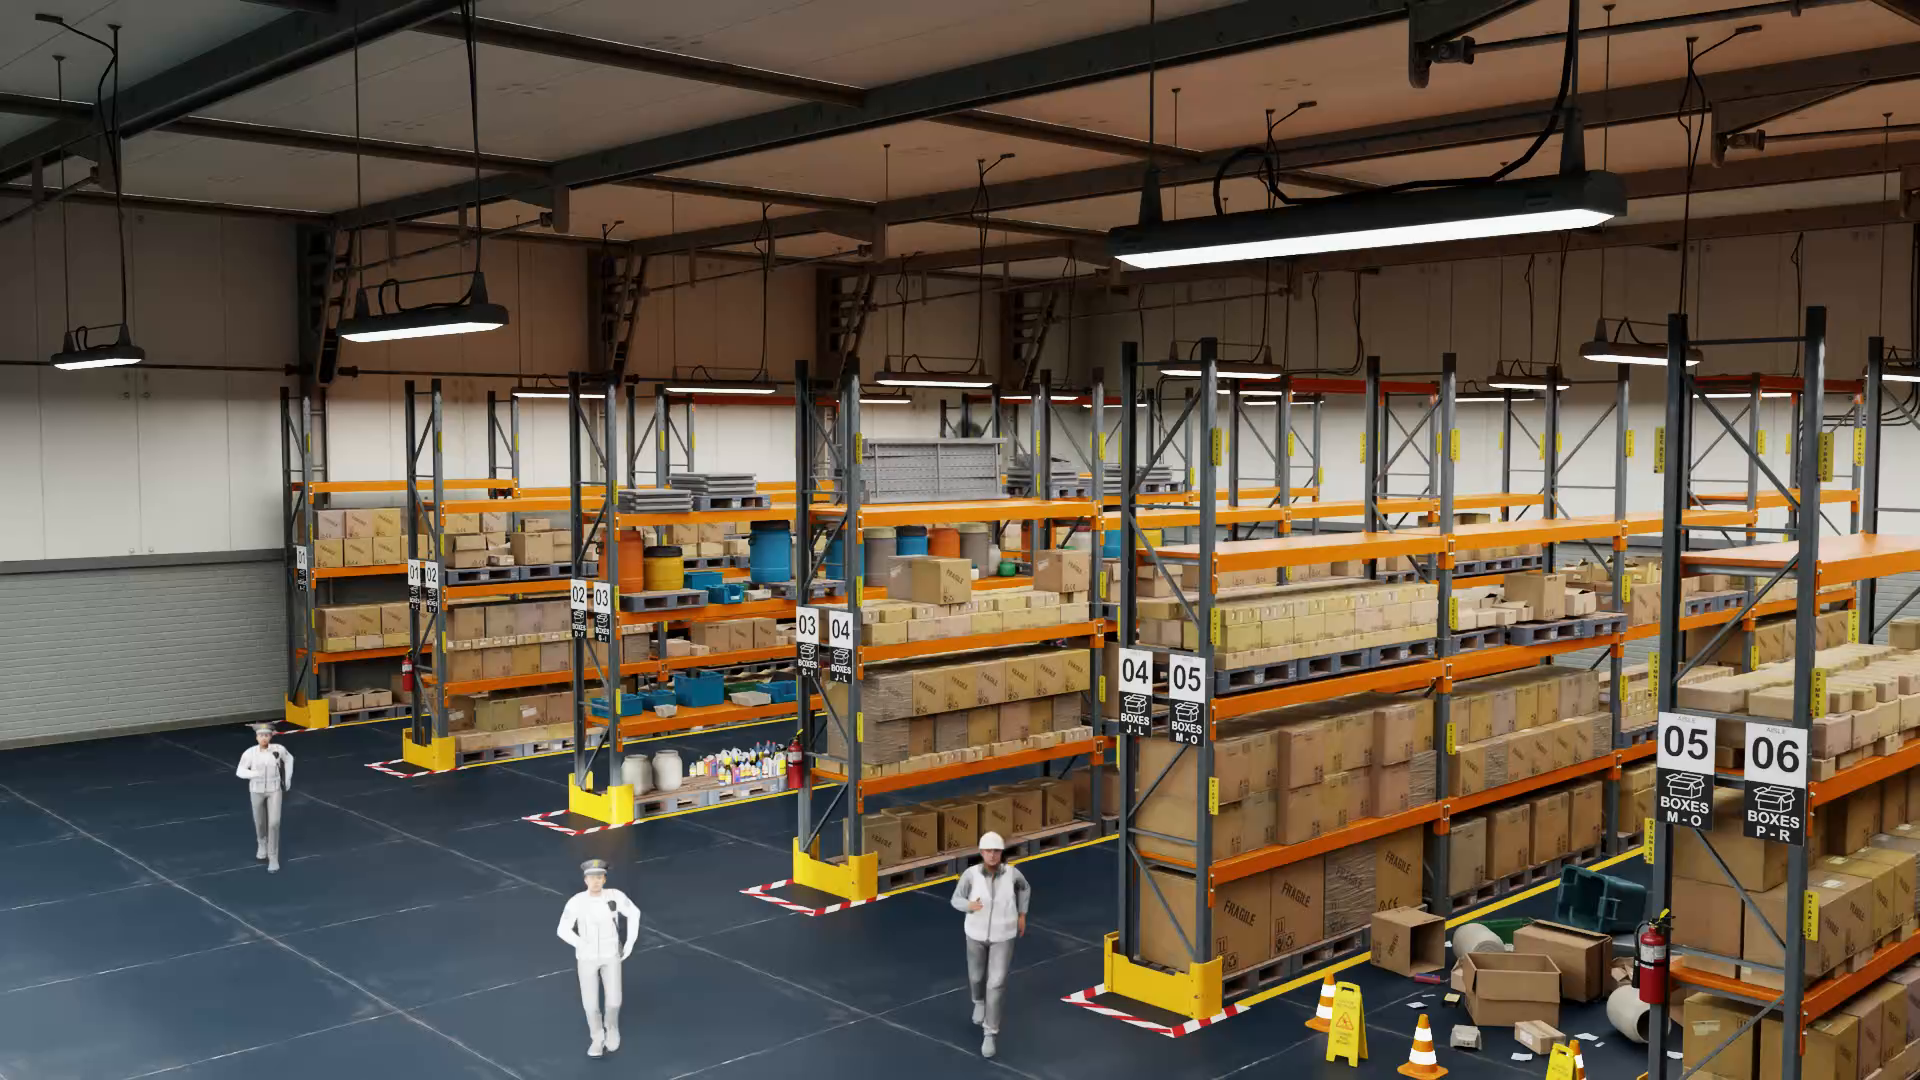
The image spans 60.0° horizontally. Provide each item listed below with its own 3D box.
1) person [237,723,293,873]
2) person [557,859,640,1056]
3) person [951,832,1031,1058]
[{"bbox_3d":[-8.303,3.038,19.881,0.612,1.747,0.806,-1,4,-21],"label":"person"},{"bbox_3d":[-2.965,3.445,13.671,0.671,1.668,0.562,-1,4,-13],"label":"person"},{"bbox_3d":[0.255,3.349,14.090,0.656,1.776,0.943,0,4,6],"label":"person"}]
